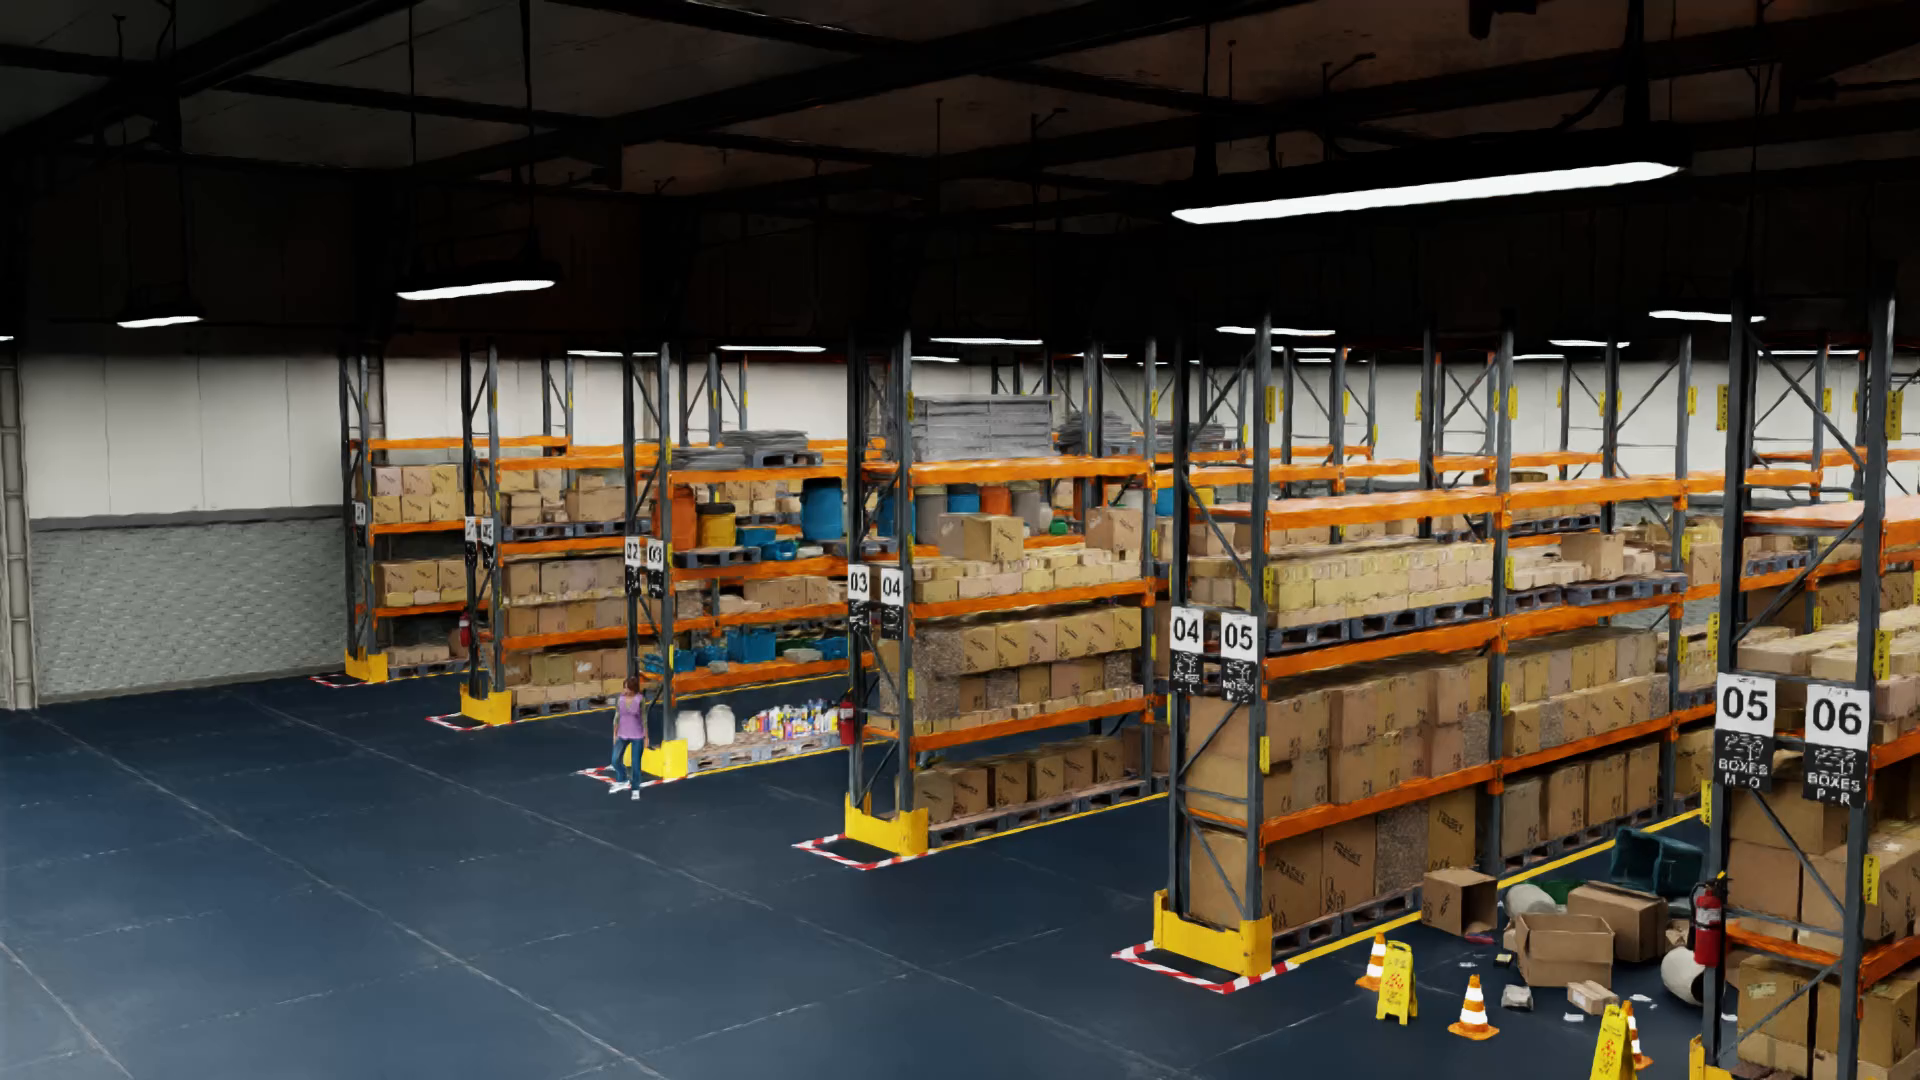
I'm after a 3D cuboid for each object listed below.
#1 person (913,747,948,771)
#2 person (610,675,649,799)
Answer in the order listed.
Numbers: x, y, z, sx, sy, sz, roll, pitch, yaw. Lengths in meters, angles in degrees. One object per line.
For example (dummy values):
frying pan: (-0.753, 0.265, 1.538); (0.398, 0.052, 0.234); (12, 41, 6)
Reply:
person: (-0.478, 2.280, 22.628); (0.569, 1.707, 1.035); (4, 7, 40)
person: (-4.204, 2.484, 21.031); (0.557, 1.586, 0.426); (1, 5, 6)
